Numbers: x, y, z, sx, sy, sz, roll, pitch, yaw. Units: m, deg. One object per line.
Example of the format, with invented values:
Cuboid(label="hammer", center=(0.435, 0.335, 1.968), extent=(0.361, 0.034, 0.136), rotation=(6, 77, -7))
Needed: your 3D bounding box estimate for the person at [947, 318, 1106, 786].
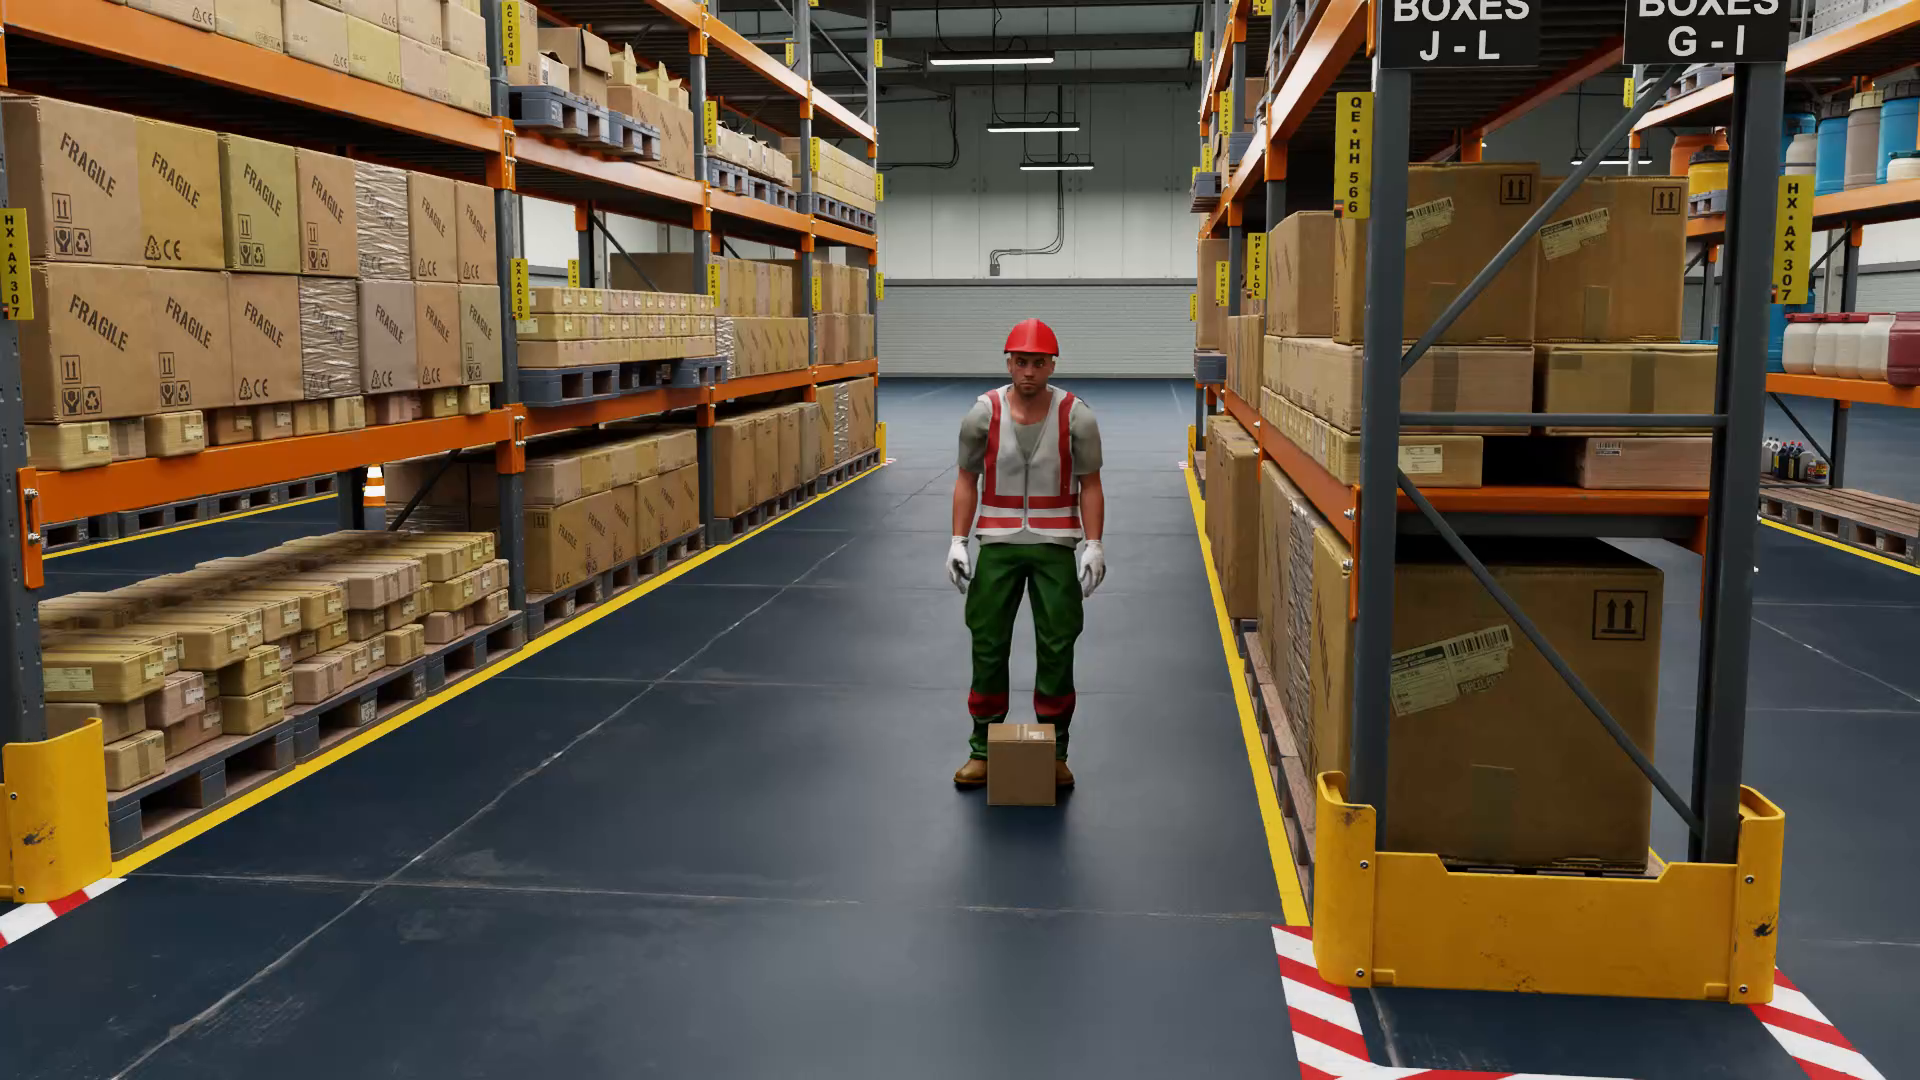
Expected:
Cuboid(label="person", center=(4.114, -0.617, 11.418), extent=(7.105, 1.779, 11.511), rotation=(1, 8, 7))
